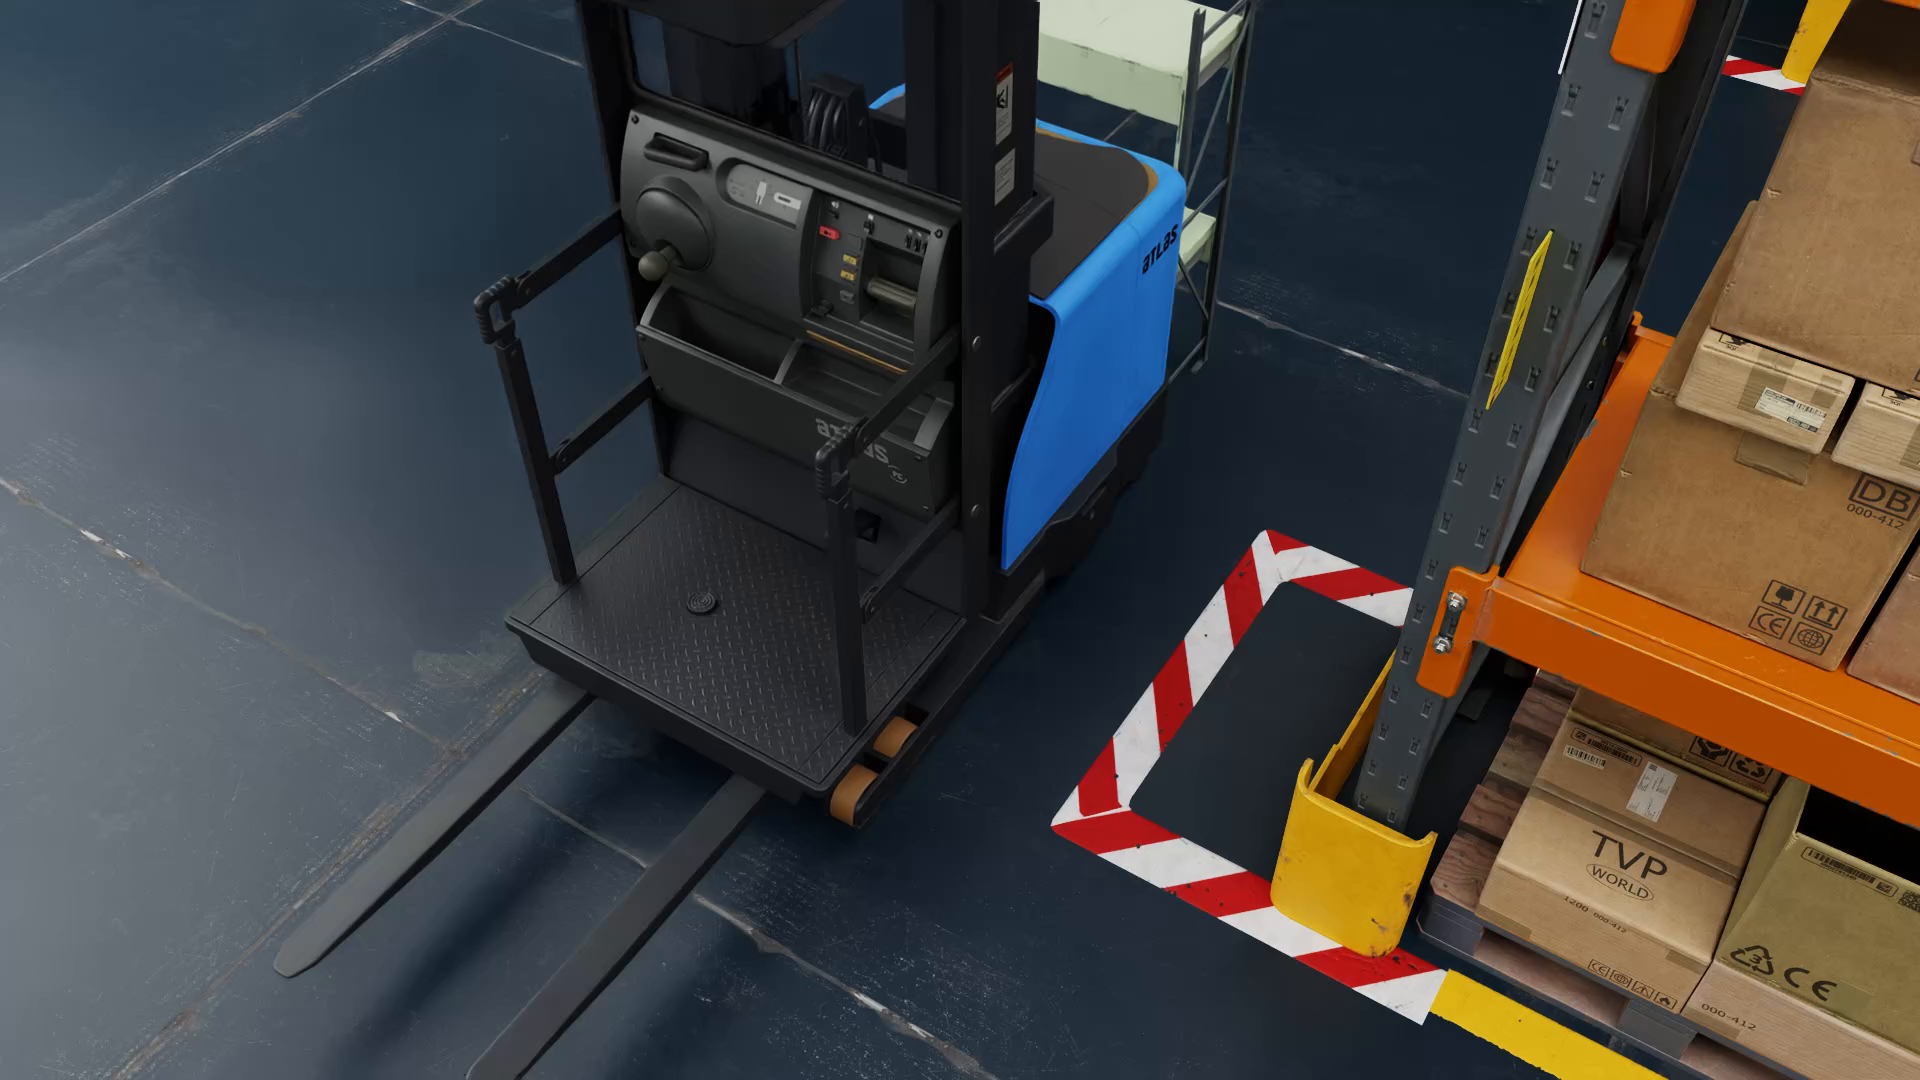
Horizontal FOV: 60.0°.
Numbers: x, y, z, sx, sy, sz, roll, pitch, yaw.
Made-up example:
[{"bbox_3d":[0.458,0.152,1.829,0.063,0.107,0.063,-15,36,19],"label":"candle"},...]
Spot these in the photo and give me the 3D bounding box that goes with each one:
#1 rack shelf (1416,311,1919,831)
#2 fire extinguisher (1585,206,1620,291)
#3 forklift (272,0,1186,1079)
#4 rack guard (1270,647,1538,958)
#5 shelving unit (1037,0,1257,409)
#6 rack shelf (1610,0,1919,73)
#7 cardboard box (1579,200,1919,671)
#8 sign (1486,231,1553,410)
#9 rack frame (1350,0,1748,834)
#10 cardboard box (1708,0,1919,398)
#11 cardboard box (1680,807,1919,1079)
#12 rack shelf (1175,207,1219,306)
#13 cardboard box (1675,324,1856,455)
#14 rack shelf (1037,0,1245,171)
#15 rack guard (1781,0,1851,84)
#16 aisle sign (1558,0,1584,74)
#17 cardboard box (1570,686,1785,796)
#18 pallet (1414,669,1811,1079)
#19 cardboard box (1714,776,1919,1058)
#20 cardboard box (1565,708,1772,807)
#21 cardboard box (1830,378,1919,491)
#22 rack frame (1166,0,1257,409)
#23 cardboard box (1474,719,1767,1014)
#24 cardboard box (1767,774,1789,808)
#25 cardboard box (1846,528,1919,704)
[{"bbox_3d":[2.949,0.648,3.030,4.000,0.370,1.077,25,51,22],"label":"rack shelf"},{"bbox_3d":[1.417,-0.676,3.869,0.183,0.674,0.296,25,51,22],"label":"fire extinguisher"},{"bbox_3d":[-0.544,-0.639,3.827,1.130,2.935,3.031,24,51,22],"label":"forklift"},{"bbox_3d":[1.245,0.485,4.430,0.348,0.500,1.175,25,51,22],"label":"rack guard"},{"bbox_3d":[0.449,-1.184,5.354,0.755,1.500,0.431,24,51,22],"label":"shelving unit"},{"bbox_3d":[2.949,-0.397,1.954,4.000,0.370,1.077,25,51,22],"label":"rack shelf"},{"bbox_3d":[1.652,-0.223,3.306,0.500,0.500,0.700,25,51,22],"label":"cardboard box"},{"bbox_3d":[0.961,-0.373,2.862,0.005,0.325,0.100,25,51,22],"label":"sign"},{"bbox_3d":[1.266,-0.377,3.525,0.127,3.000,1.000,25,51,22],"label":"rack frame"},{"bbox_3d":[1.696,-0.655,2.821,0.500,0.500,0.700,25,51,22],"label":"cardboard box"},{"bbox_3d":[2.020,0.968,3.842,0.500,0.250,0.500,25,51,22],"label":"cardboard box"},{"bbox_3d":[0.449,-0.956,5.588,0.720,0.370,0.431,24,51,22],"label":"rack shelf"},{"bbox_3d":[1.480,-0.356,2.982,0.250,0.149,0.380,24,51,22],"label":"cardboard box"},{"bbox_3d":[0.449,-1.456,5.074,0.720,0.370,0.431,24,51,22],"label":"rack shelf"},{"bbox_3d":[4.001,-2.468,7.300,0.348,0.500,1.175,25,51,22],"label":"rack guard"},{"bbox_3d":[1.045,-1.123,2.437,0.004,0.787,0.394,25,51,22],"label":"aisle sign"},{"bbox_3d":[1.878,0.202,4.064,0.500,0.500,0.500,25,51,22],"label":"cardboard box"},{"bbox_3d":[1.932,0.866,4.262,1.213,0.211,1.003,25,51,22],"label":"pallet"},{"bbox_3d":[2.019,0.708,3.572,0.500,0.500,0.500,25,51,22],"label":"cardboard box"},{"bbox_3d":[1.877,0.464,4.332,0.500,0.250,0.500,25,51,22],"label":"cardboard box"},{"bbox_3d":[1.703,-0.255,2.884,0.250,0.149,0.380,23,50,21],"label":"cardboard box"},{"bbox_3d":[0.758,-1.043,5.218,0.023,1.500,0.400,24,51,22],"label":"rack frame"},{"bbox_3d":[1.597,0.777,4.028,0.500,0.250,0.500,25,51,22],"label":"cardboard box"},{"bbox_3d":[2.304,0.651,4.151,0.500,0.250,0.500,25,51,22],"label":"cardboard box"},{"bbox_3d":[2.096,-0.023,3.111,0.500,0.500,0.700,26,51,23],"label":"cardboard box"}]
